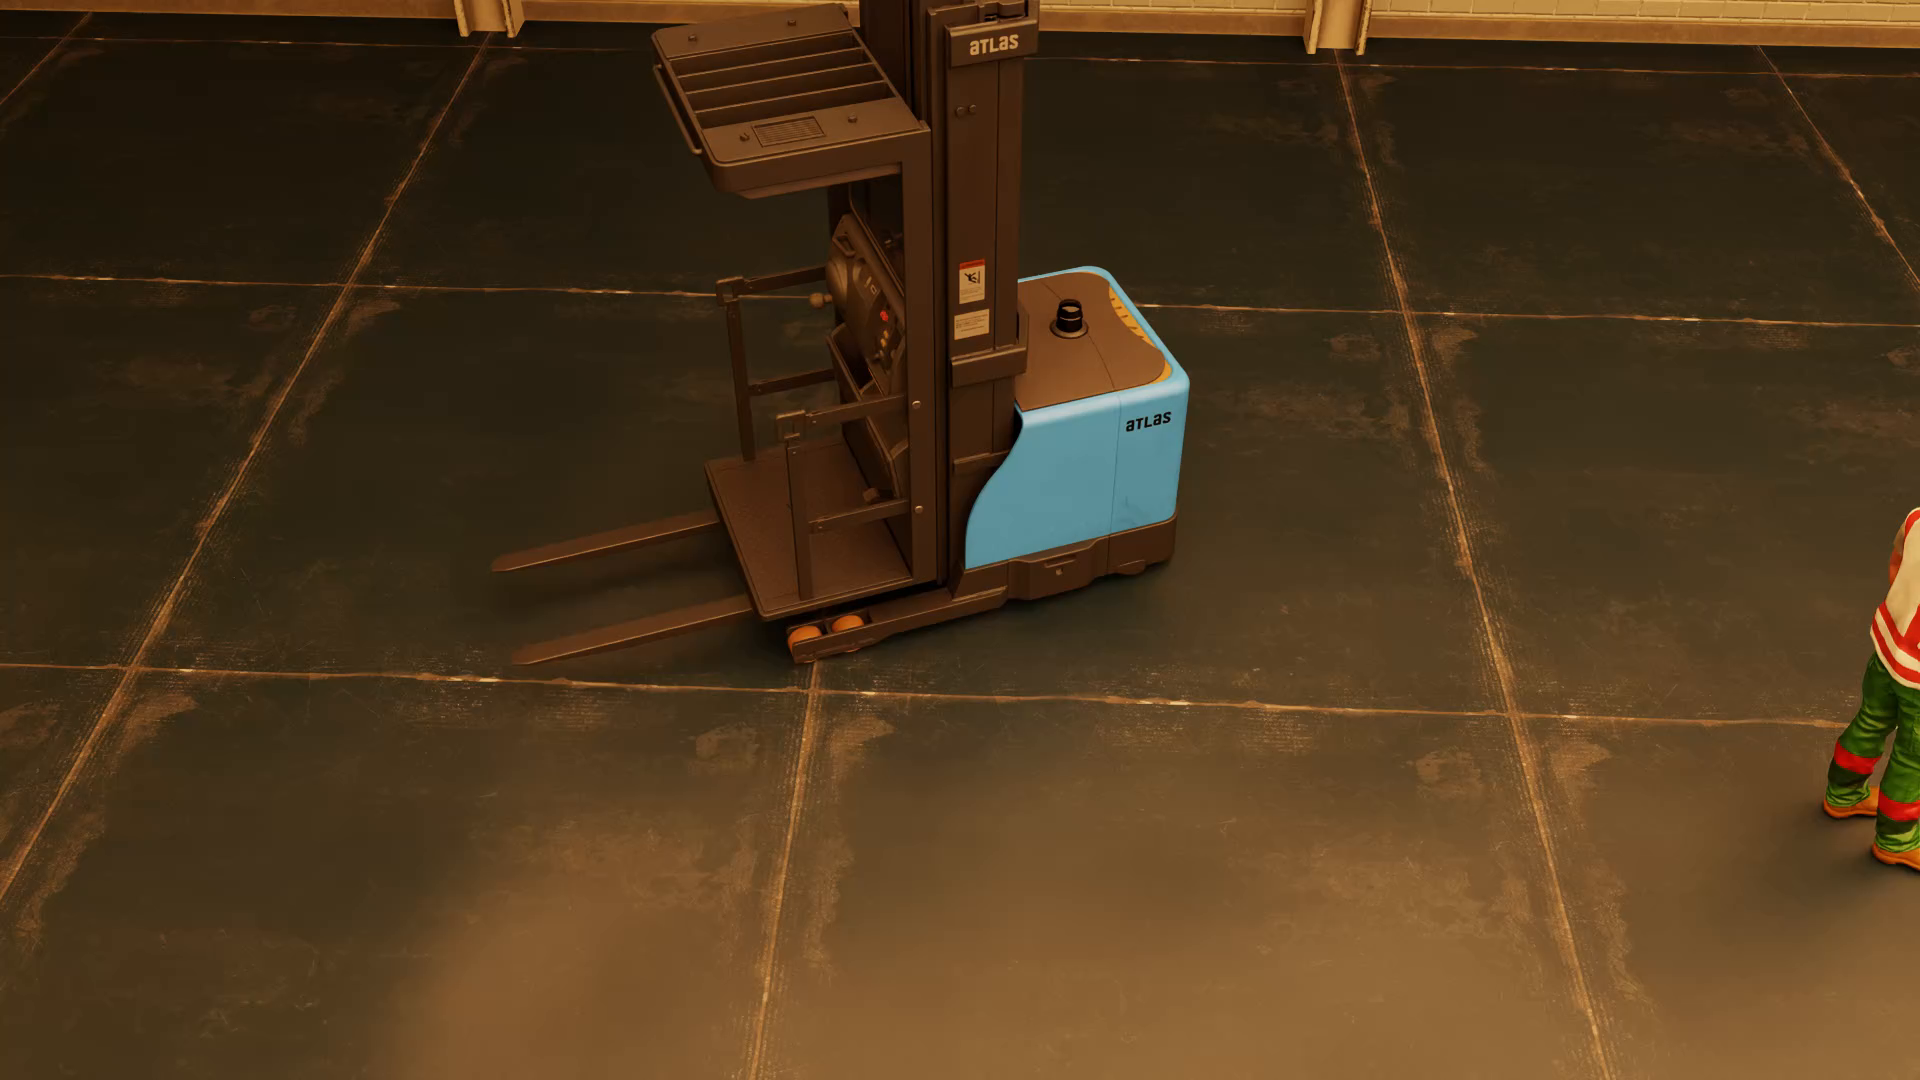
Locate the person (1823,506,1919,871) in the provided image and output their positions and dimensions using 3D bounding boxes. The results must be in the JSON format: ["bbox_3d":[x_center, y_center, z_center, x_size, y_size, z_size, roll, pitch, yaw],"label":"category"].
[{"bbox_3d":[3.615,0.437,6.100,0.561,1.790,0.638,2,42,2],"label":"person"}]

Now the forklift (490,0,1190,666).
[{"bbox_3d":[-0.573,-0.945,6.778,3.031,2.935,1.130,-13,44,-14],"label":"forklift"}]
